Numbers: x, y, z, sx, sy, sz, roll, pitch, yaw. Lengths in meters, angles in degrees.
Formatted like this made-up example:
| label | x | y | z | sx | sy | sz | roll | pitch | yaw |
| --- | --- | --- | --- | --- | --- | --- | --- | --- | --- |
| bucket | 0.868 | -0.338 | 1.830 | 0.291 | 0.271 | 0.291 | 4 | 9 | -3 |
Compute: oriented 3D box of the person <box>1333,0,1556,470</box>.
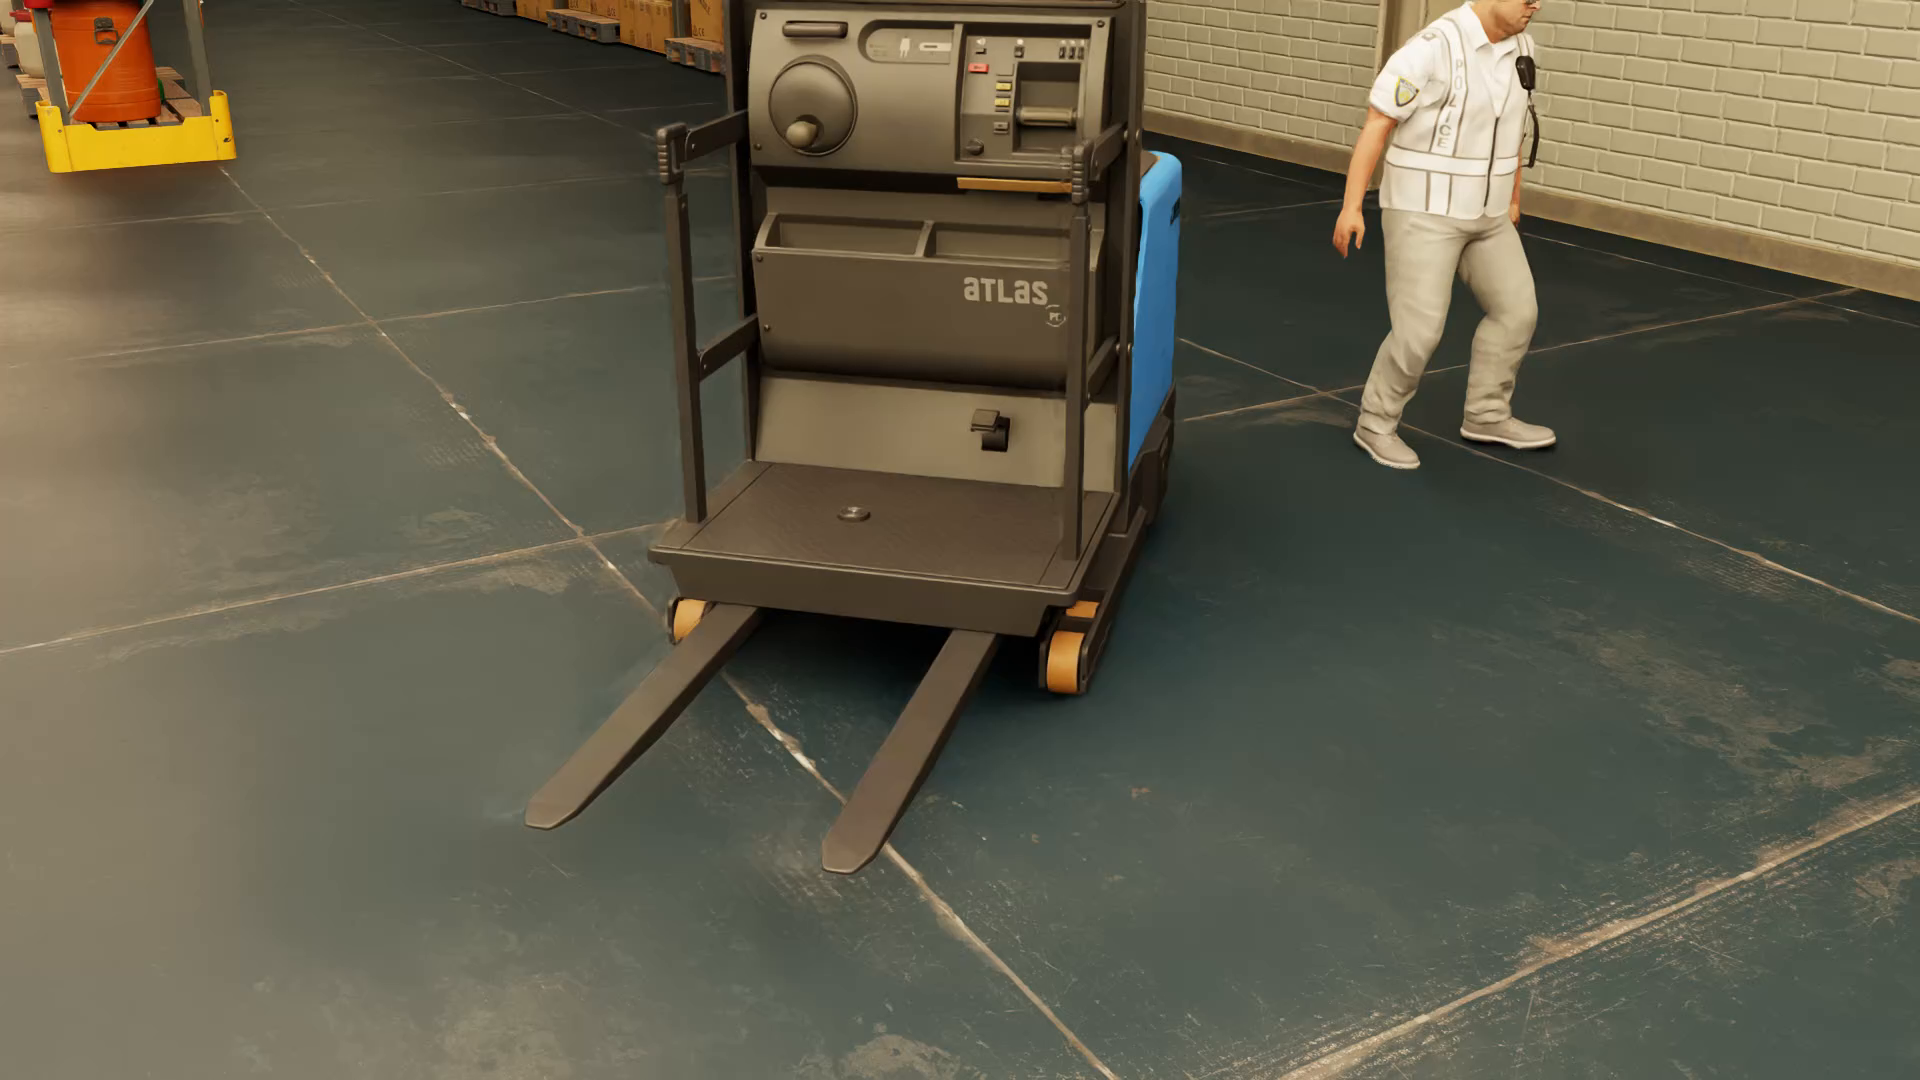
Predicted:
| label | x | y | z | sx | sy | sz | roll | pitch | yaw |
| --- | --- | --- | --- | --- | --- | --- | --- | --- | --- |
| person | 1.668 | -1.098 | 5.571 | 0.874 | 1.719 | 0.426 | -11 | 25 | -25 |

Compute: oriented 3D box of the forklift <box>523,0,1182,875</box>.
| label | x | y | z | sx | sy | sz | roll | pitch | yaw |
| --- | --- | --- | --- | --- | --- | --- | --- | --- | --- |
| forklift | -0.139 | -1.125 | 4.016 | 1.130 | 2.935 | 3.031 | 6 | 23 | 13 |
